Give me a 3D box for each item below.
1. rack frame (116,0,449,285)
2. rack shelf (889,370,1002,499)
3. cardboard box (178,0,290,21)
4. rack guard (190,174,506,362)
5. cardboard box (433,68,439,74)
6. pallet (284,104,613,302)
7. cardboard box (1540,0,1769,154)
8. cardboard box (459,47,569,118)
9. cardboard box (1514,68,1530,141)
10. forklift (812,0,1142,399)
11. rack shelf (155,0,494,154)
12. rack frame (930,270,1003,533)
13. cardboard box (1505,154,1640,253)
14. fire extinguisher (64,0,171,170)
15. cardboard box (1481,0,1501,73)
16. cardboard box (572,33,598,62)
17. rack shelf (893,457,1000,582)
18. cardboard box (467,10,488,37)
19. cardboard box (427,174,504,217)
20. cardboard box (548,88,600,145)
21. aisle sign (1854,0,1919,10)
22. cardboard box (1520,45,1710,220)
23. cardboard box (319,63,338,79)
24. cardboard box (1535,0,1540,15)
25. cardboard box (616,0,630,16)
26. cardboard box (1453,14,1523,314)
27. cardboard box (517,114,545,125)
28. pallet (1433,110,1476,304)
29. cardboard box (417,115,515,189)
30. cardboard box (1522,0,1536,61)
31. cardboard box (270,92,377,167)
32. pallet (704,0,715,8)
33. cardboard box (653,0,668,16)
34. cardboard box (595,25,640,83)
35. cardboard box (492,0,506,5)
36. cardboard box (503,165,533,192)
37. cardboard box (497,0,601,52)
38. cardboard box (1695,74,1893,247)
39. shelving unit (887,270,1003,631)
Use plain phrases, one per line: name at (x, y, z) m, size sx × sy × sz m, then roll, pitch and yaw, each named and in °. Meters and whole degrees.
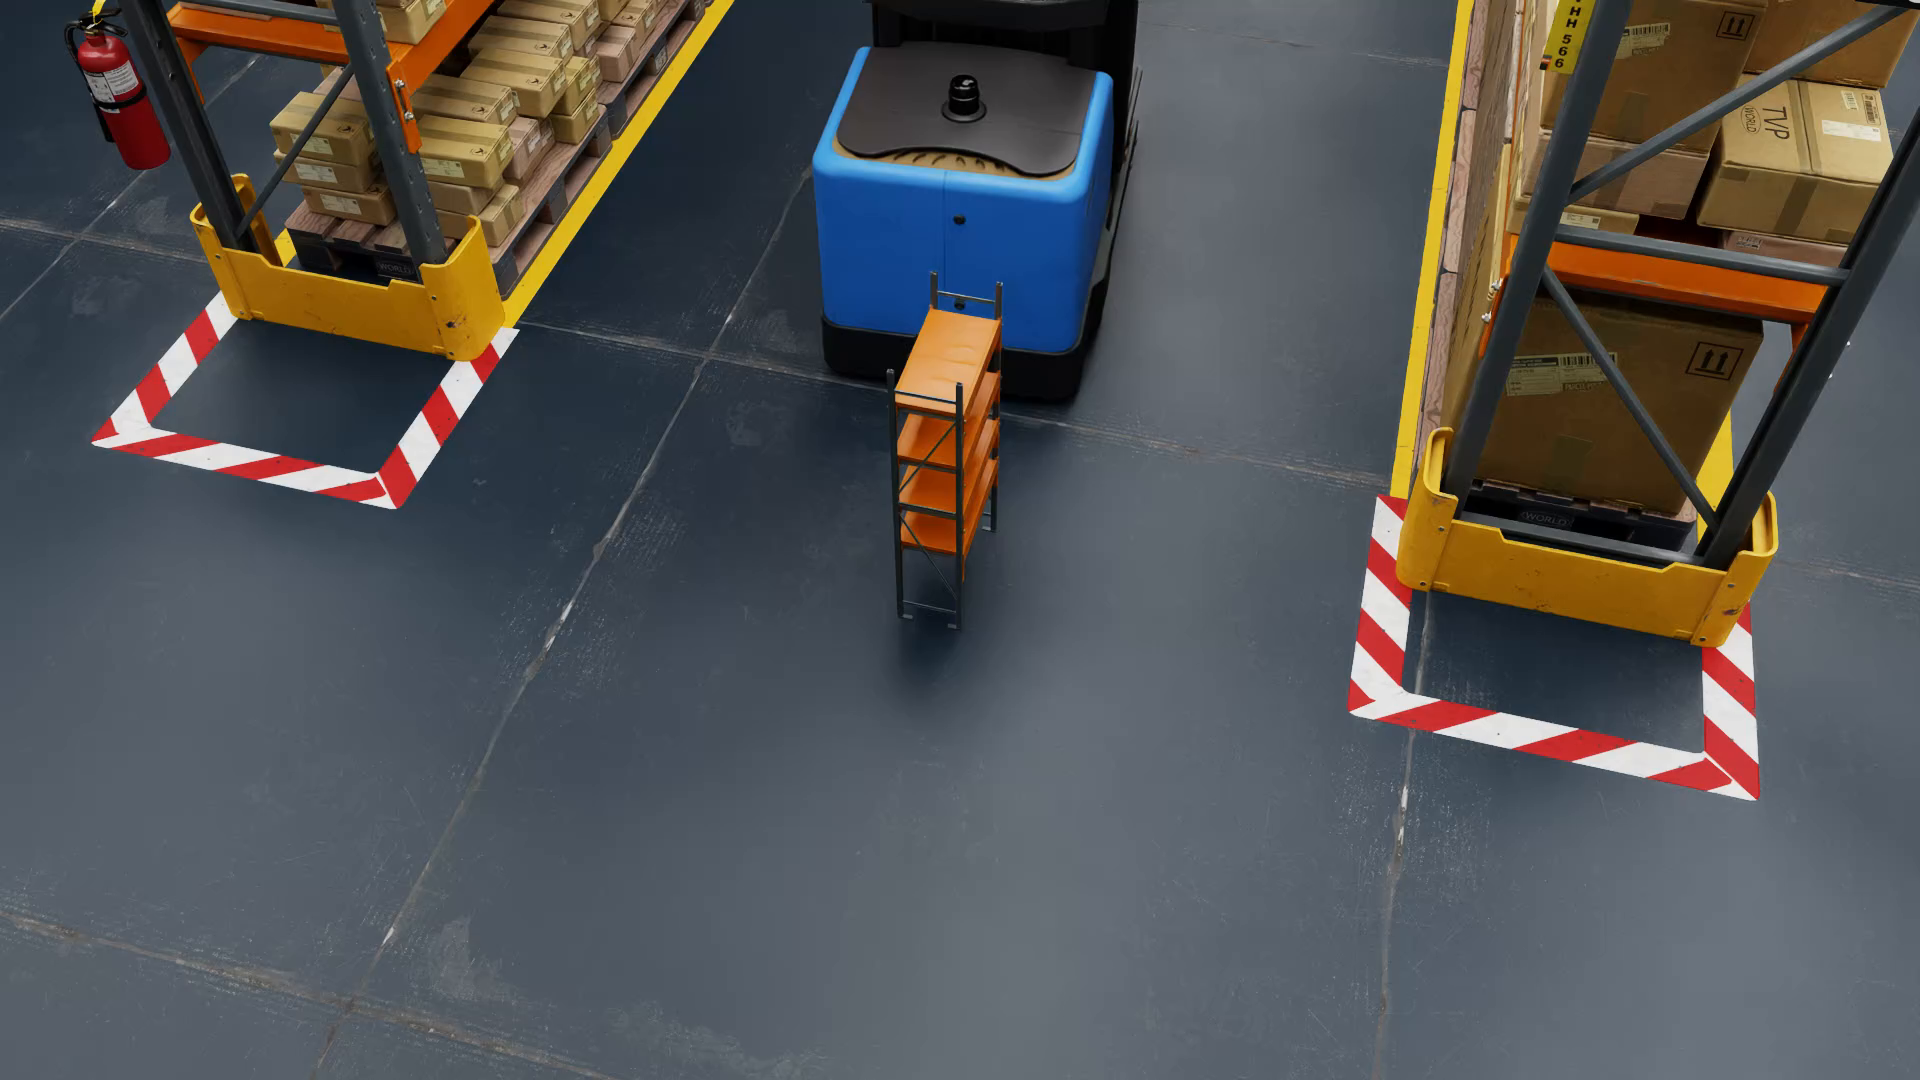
rack frame at (-2.550, -1.905, 5.931) m, size 1.000 × 3.000 × 0.127 m, roll 12°, pitch 50°, yaw 10°
rack shelf at (-0.044, -0.381, 5.577) m, size 0.258 × 0.148 × 0.480 m, roll 12°, pitch 50°, yaw 10°
cardboard box at (-2.737, -2.114, 6.283) m, size 0.380 × 0.149 × 0.250 m, roll 12°, pitch 50°, yaw 10°
rack guard at (-2.530, -1.133, 6.917) m, size 1.175 × 0.500 × 0.348 m, roll 12°, pitch 50°, yaw 10°
cardboard box at (-2.551, -2.014, 7.450) m, size 0.380 × 0.149 × 0.250 m, roll 10°, pitch 49°, yaw 8°
pallet at (-2.282, -1.618, 7.537) m, size 1.003 × 0.211 × 1.213 m, roll 12°, pitch 50°, yaw 10°
cardboard box at (2.083, -1.555, 5.023) m, size 0.500 × 0.500 × 0.500 m, roll 12°, pitch 50°, yaw 10°
cardboard box at (-1.938, -1.990, 7.230) m, size 0.380 × 0.149 × 0.250 m, roll 11°, pitch 50°, yaw 10°
cardboard box at (2.119, -1.464, 5.709) m, size 0.380 × 0.149 × 0.250 m, roll 12°, pitch 50°, yaw 10°
forklift at (0.225, -2.659, 6.642) m, size 1.130 × 2.935 × 3.031 m, roll 8°, pitch 49°, yaw 7°
rack shelf at (-2.023, -3.114, 7.478) m, size 1.077 × 0.370 × 4.000 m, roll 12°, pitch 50°, yaw 10°
rack frame at (0.021, -0.454, 5.850) m, size 0.240 × 1.200 × 0.015 m, roll 12°, pitch 50°, yaw 10°
cardboard box at (1.985, -1.093, 5.382) m, size 0.380 × 0.149 × 0.250 m, roll 12°, pitch 50°, yaw 11°
fire extinguisher at (-3.061, -1.665, 6.019) m, size 0.296 × 0.674 × 0.183 m, roll 12°, pitch 50°, yaw 10°
cardboard box at (3.011, -2.721, 7.788) m, size 0.875 × 0.875 × 0.875 m, roll 12°, pitch 50°, yaw 10°
cardboard box at (-1.908, -2.284, 7.688) m, size 0.380 × 0.149 × 0.250 m, roll 9°, pitch 49°, yaw 8°
rack shelf at (-0.044, -0.101, 5.894) m, size 0.258 × 0.148 × 0.480 m, roll 12°, pitch 50°, yaw 10°
cardboard box at (-2.427, -2.391, 7.782) m, size 0.380 × 0.149 × 0.250 m, roll 12°, pitch 50°, yaw 11°
cardboard box at (-2.164, -1.528, 7.021) m, size 0.380 × 0.149 × 0.250 m, roll 13°, pitch 50°, yaw 12°
cardboard box at (-1.881, -1.967, 7.606) m, size 0.380 × 0.149 × 0.250 m, roll 12°, pitch 50°, yaw 10°
aisle sign at (2.479, -1.603, 3.930) m, size 0.394 × 0.787 × 0.004 m, roll 12°, pitch 50°, yaw 10°
cardboard box at (2.080, -1.305, 5.303) m, size 0.500 × 0.250 × 0.500 m, roll 11°, pitch 49°, yaw 9°
cardboard box at (-2.588, -2.114, 7.339) m, size 0.380 × 0.149 × 0.250 m, roll 11°, pitch 49°, yaw 9°
cardboard box at (2.348, -2.040, 5.952) m, size 0.500 × 0.250 × 0.500 m, roll 10°, pitch 49°, yaw 9°
cardboard box at (-1.796, -2.682, 8.039) m, size 0.380 × 0.149 × 0.250 m, roll 14°, pitch 50°, yaw 12°
cardboard box at (2.539, -1.426, 6.645) m, size 0.875 × 0.875 × 0.875 m, roll 12°, pitch 50°, yaw 10°
cardboard box at (-2.059, -1.909, 7.357) m, size 0.380 × 0.149 × 0.250 m, roll 12°, pitch 50°, yaw 11°
pallet at (2.667, -1.404, 7.349) m, size 1.003 × 0.211 × 1.213 m, roll 12°, pitch 50°, yaw 10°
cardboard box at (-2.084, -1.610, 6.895) m, size 0.380 × 0.149 × 0.250 m, roll 10°, pitch 49°, yaw 8°
cardboard box at (2.252, -1.832, 6.034) m, size 0.380 × 0.149 × 0.250 m, roll 11°, pitch 49°, yaw 9°
cardboard box at (-2.655, -1.731, 7.001) m, size 0.380 × 0.149 × 0.250 m, roll 12°, pitch 50°, yaw 10°
pallet at (-1.640, -3.383, 9.095) m, size 1.003 × 0.211 × 1.213 m, roll 12°, pitch 50°, yaw 10°
cardboard box at (-1.677, -2.719, 8.271) m, size 0.380 × 0.149 × 0.250 m, roll 12°, pitch 50°, yaw 11°
cardboard box at (-1.757, -2.333, 7.930) m, size 0.380 × 0.149 × 0.250 m, roll 9°, pitch 49°, yaw 8°
cardboard box at (-2.265, -2.662, 7.824) m, size 0.380 × 0.149 × 0.250 m, roll 10°, pitch 49°, yaw 9°
cardboard box at (-2.113, -1.622, 7.303) m, size 0.380 × 0.149 × 0.250 m, roll 11°, pitch 50°, yaw 10°
cardboard box at (-1.870, -2.384, 7.578) m, size 0.380 × 0.149 × 0.250 m, roll 13°, pitch 50°, yaw 12°
cardboard box at (2.595, -1.196, 5.207) m, size 0.500 × 0.250 × 0.500 m, roll 10°, pitch 49°, yaw 9°
shelving unit at (-0.044, -0.277, 5.694) m, size 0.258 × 1.200 × 0.503 m, roll 12°, pitch 50°, yaw 10°
